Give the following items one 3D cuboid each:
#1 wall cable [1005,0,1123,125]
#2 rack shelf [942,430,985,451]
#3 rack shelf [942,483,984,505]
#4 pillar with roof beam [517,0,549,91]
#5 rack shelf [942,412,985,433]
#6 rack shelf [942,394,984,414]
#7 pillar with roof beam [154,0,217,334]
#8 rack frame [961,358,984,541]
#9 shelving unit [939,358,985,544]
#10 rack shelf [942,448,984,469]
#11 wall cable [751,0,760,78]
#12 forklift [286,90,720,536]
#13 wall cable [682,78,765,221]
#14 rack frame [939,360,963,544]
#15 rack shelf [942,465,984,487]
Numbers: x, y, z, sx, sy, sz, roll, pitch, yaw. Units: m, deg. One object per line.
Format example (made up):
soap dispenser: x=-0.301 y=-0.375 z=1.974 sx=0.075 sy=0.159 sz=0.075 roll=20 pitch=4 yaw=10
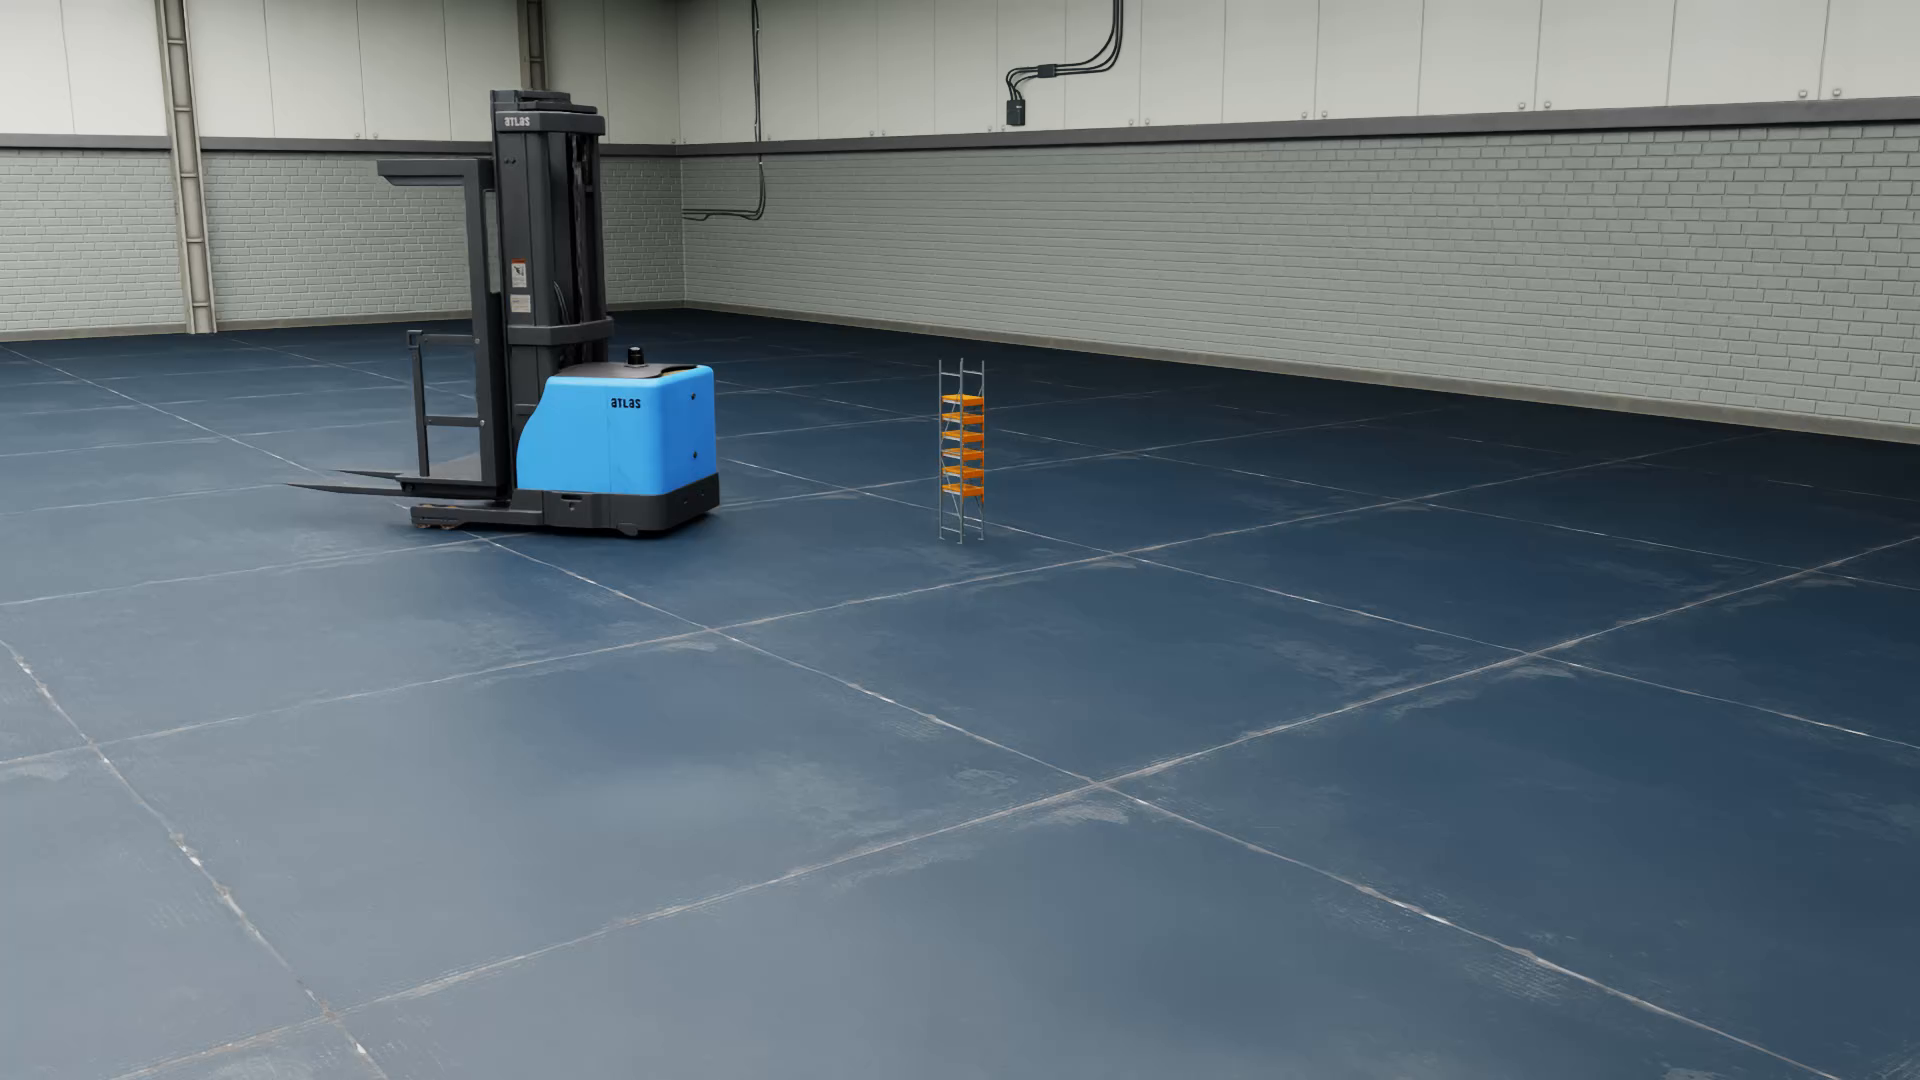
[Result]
wall cable: x=1.426 y=-8.837 z=22.895 sx=0.169 sy=6.003 sz=2.305 roll=-9 pitch=15 yaw=-38
rack shelf: x=0.011 y=-0.663 z=10.997 sx=0.180 sy=0.103 sz=0.258 roll=-9 pitch=15 yaw=-38
rack shelf: x=0.011 y=-0.311 z=11.072 sx=0.180 sy=0.103 sz=0.258 roll=-9 pitch=15 yaw=-38
pillar with roof beam: x=-4.930 y=-7.850 z=26.431 sx=0.400 sy=9.000 sz=9.100 roll=-9 pitch=15 yaw=-38
rack shelf: x=0.011 y=-0.780 z=10.972 sx=0.180 sy=0.103 sz=0.258 roll=-9 pitch=15 yaw=-38
rack shelf: x=0.011 y=-0.897 z=10.947 sx=0.180 sy=0.103 sz=0.258 roll=-9 pitch=15 yaw=-38
pillar with roof beam: x=-9.615 y=-7.071 z=22.764 sx=0.400 sy=9.000 sz=9.100 roll=-9 pitch=15 yaw=-38
rack frame: x=0.083 y=-0.601 z=11.069 sx=0.006 sy=1.200 sz=0.240 roll=-9 pitch=15 yaw=-38
shelving unit: x=0.011 y=-0.589 z=11.013 sx=0.189 sy=1.200 sz=0.258 roll=-9 pitch=15 yaw=-38
rack shelf: x=0.011 y=-0.545 z=11.022 sx=0.180 sy=0.103 sz=0.258 roll=-9 pitch=15 yaw=-38
wall cable: x=-2.802 y=-9.228 z=28.241 sx=0.112 sy=2.526 sz=3.097 roll=-9 pitch=15 yaw=-38
forklift: x=-3.304 y=-1.605 z=11.631 sx=3.031 sy=2.935 sz=1.130 roll=3 pitch=12 yaw=15
wall cable: x=-4.492 y=-7.197 z=30.832 sx=0.112 sy=2.526 sz=3.097 roll=-9 pitch=15 yaw=-38
rack frame: x=-0.060 y=-0.577 z=10.957 sx=0.006 sy=1.200 sz=0.240 roll=-9 pitch=15 yaw=-38
rack shelf: x=0.011 y=-0.428 z=11.047 sx=0.180 sy=0.103 sz=0.258 roll=-9 pitch=15 yaw=-38
